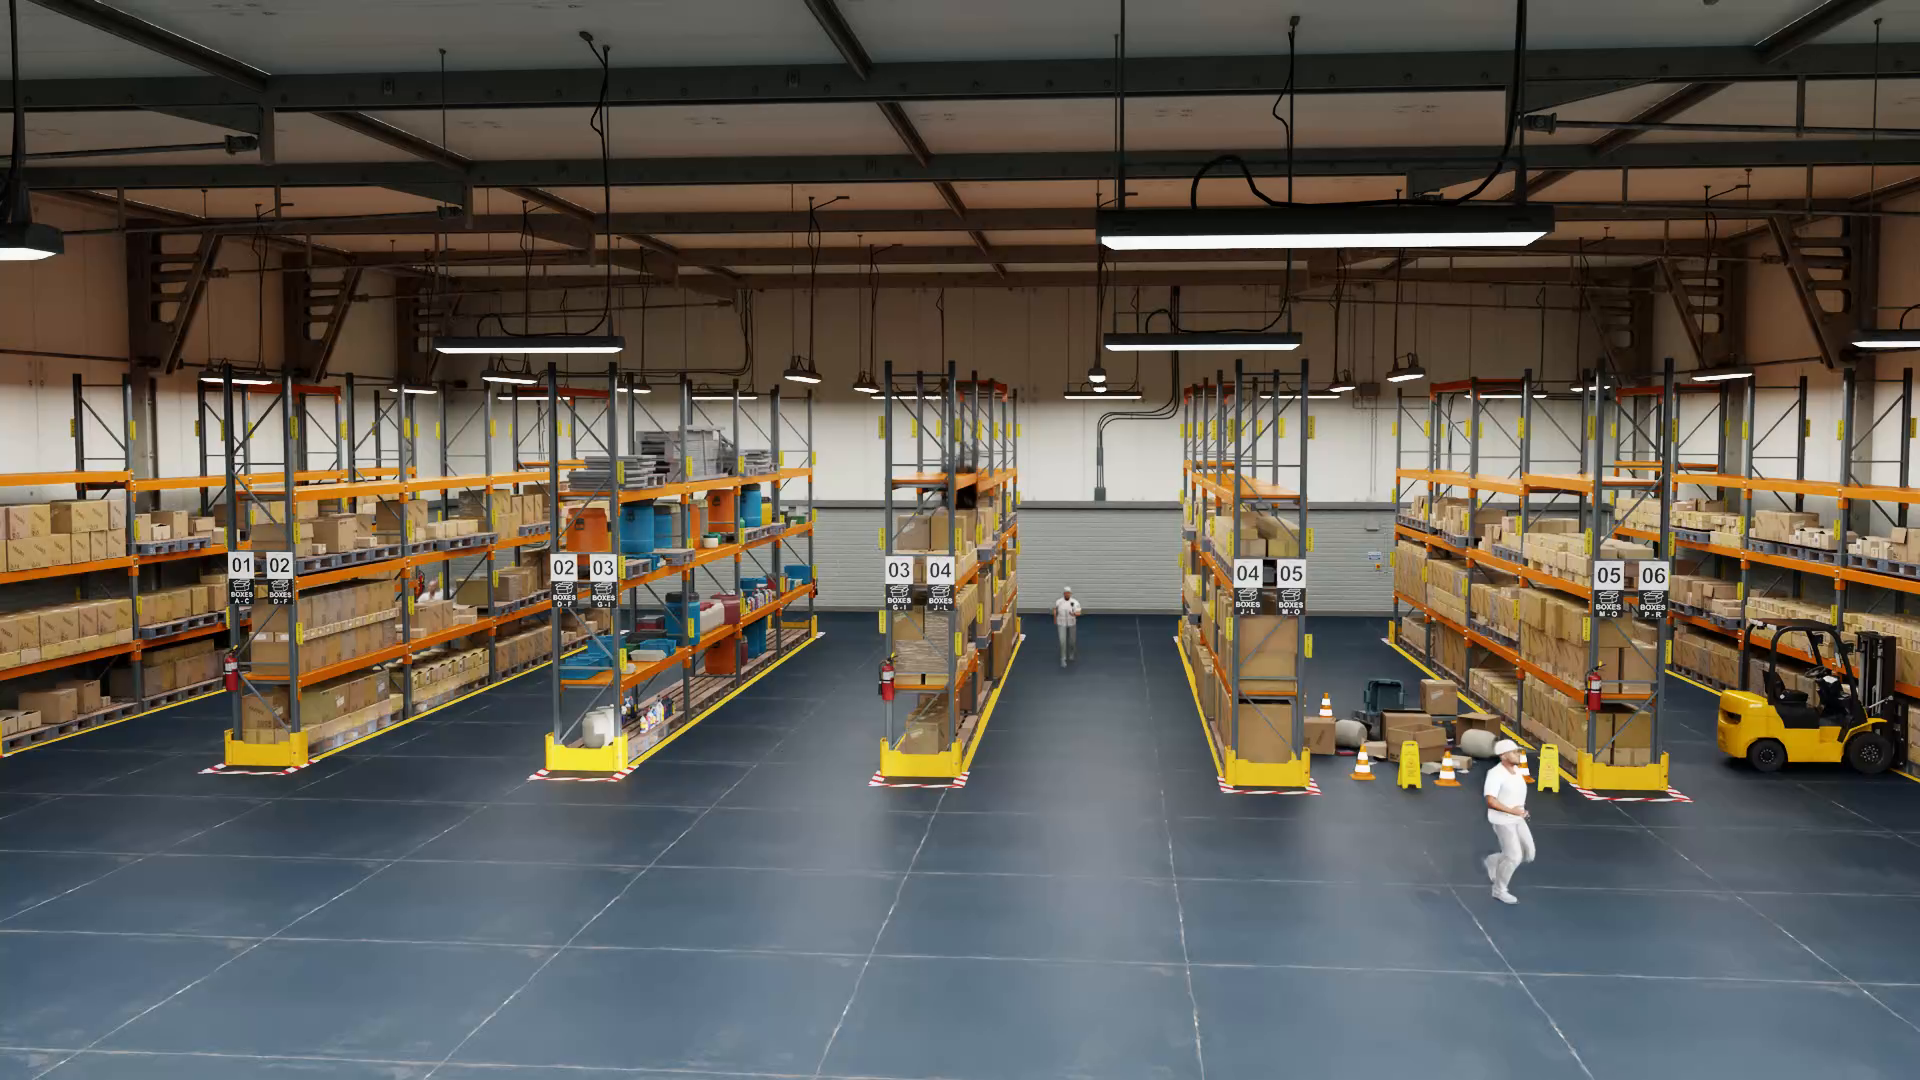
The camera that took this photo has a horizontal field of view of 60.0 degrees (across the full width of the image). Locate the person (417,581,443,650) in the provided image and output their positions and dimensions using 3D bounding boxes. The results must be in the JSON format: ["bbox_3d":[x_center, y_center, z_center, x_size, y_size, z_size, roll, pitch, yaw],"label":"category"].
[{"bbox_3d":[-11.371,1.763,35.891,0.718,1.746,0.834,0,4,-6],"label":"person"}]

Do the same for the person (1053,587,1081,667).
[{"bbox_3d":[2.278,1.826,35.407,0.608,1.653,0.942,0,4,3],"label":"person"}]

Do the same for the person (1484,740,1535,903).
[{"bbox_3d":[5.826,2.977,17.682,0.591,1.726,0.744,3,5,43],"label":"person"}]
